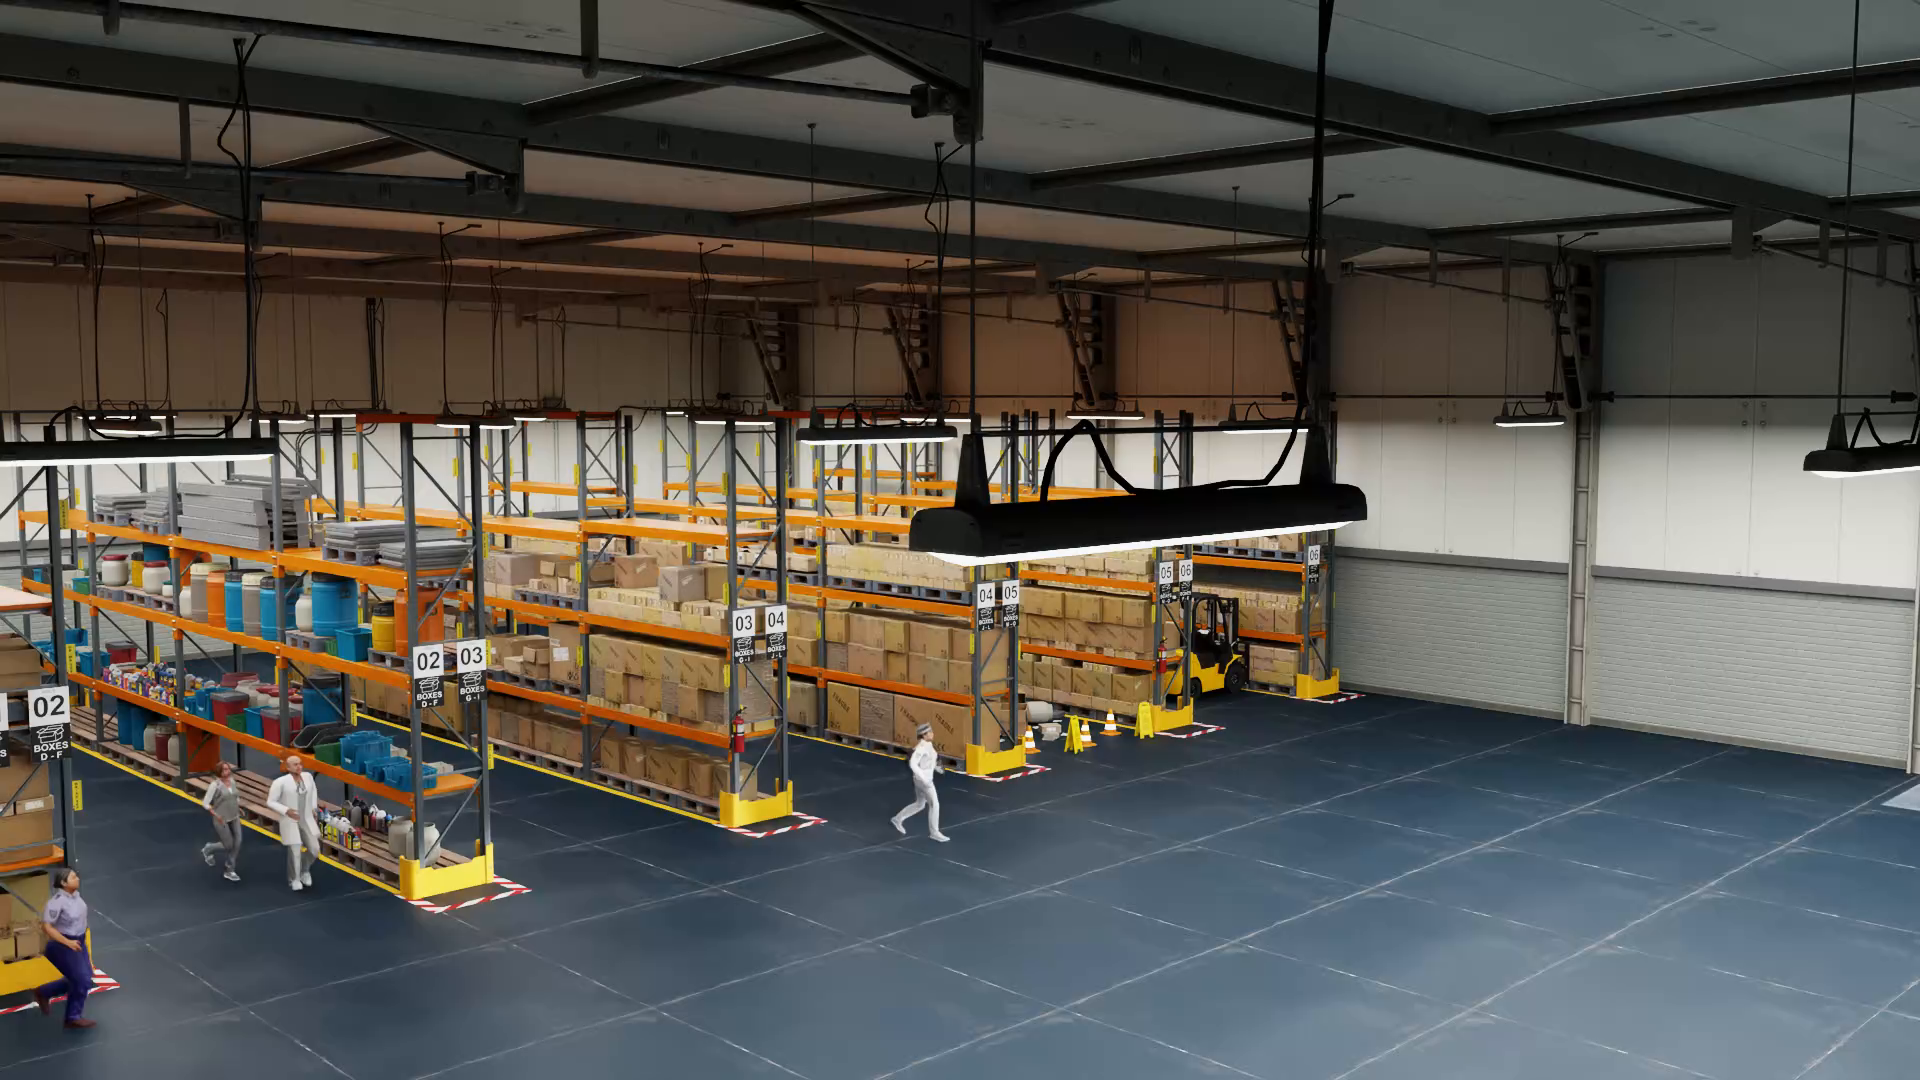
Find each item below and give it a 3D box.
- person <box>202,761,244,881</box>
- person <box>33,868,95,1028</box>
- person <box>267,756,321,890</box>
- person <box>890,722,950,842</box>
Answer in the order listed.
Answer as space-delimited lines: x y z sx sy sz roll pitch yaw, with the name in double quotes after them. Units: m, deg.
-9.675 3.671 21.823 0.576 1.563 0.536 3 6 27 "person"
-9.036 4.104 16.728 0.624 1.604 0.642 0 5 -6 "person"
-8.441 3.615 21.194 0.632 1.744 0.718 5 7 44 "person"
-0.571 3.423 23.627 0.844 1.708 0.619 0 5 0 "person"
